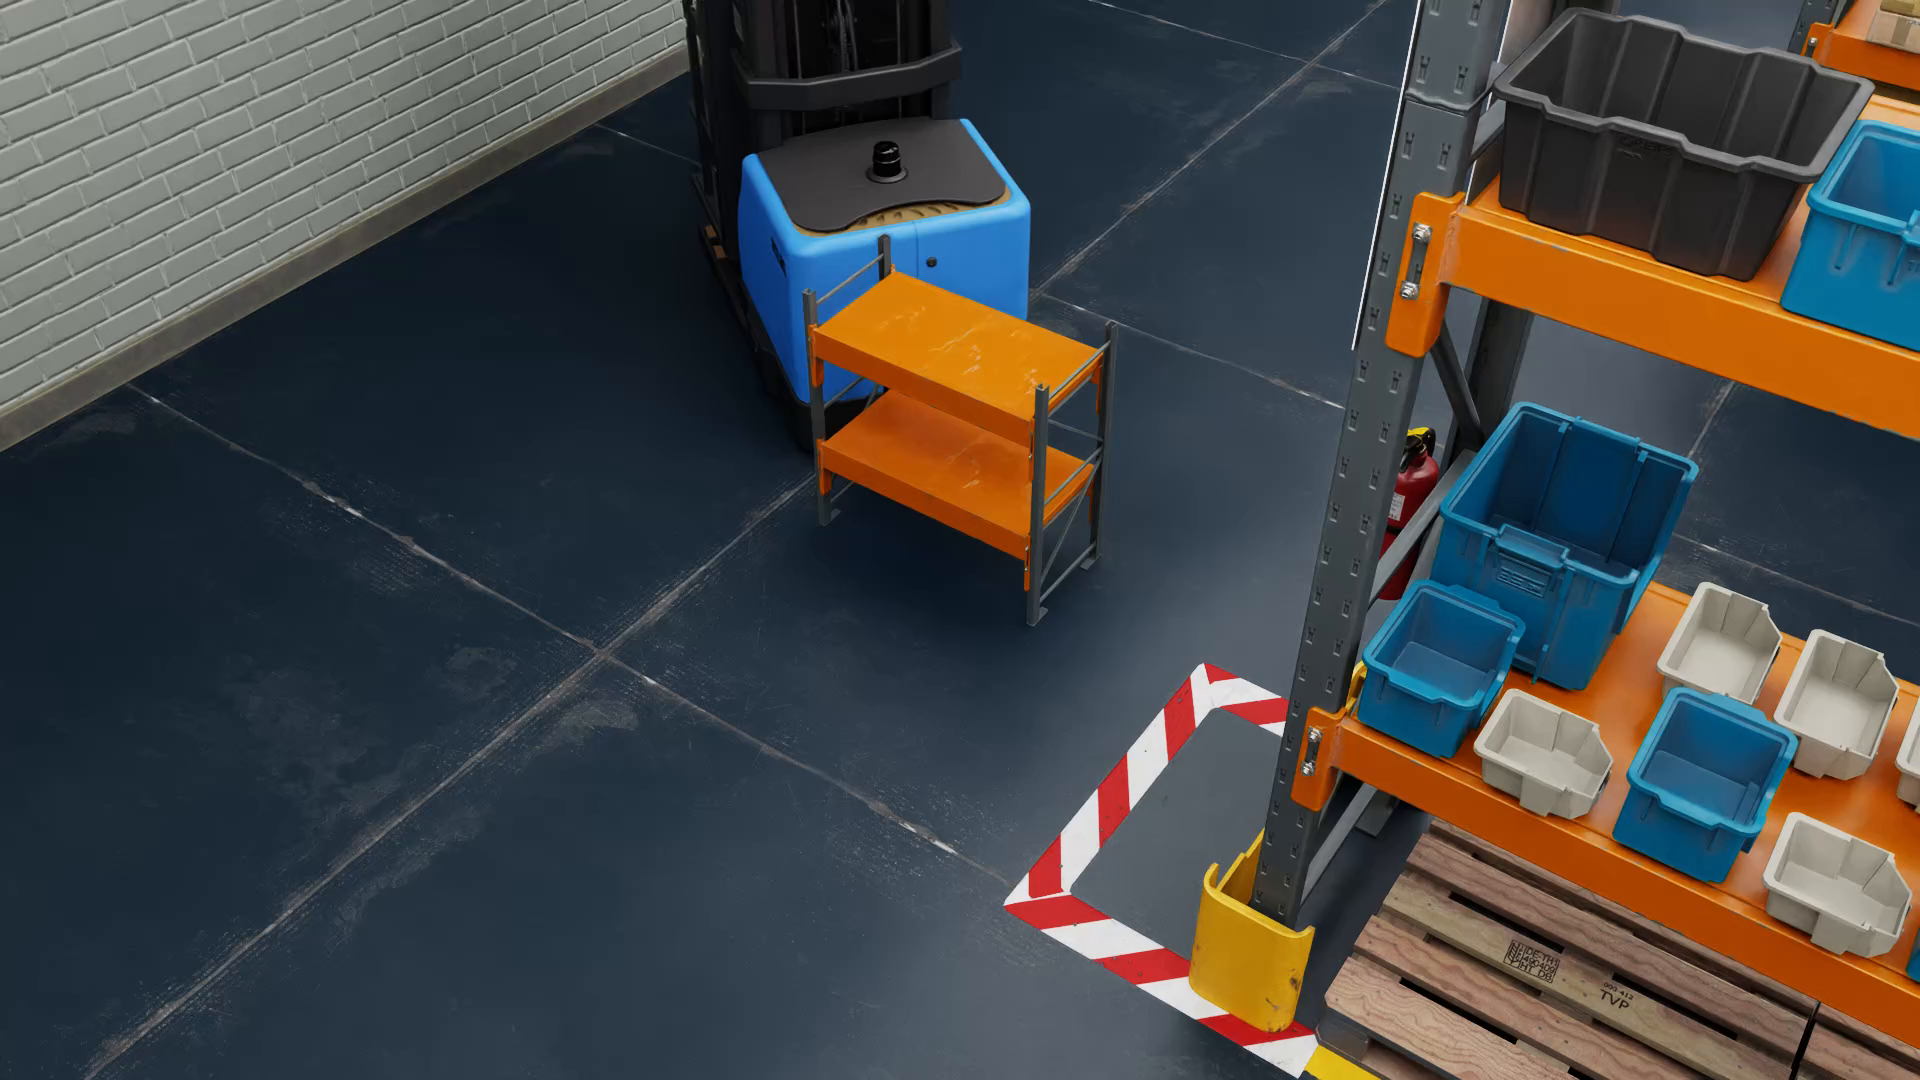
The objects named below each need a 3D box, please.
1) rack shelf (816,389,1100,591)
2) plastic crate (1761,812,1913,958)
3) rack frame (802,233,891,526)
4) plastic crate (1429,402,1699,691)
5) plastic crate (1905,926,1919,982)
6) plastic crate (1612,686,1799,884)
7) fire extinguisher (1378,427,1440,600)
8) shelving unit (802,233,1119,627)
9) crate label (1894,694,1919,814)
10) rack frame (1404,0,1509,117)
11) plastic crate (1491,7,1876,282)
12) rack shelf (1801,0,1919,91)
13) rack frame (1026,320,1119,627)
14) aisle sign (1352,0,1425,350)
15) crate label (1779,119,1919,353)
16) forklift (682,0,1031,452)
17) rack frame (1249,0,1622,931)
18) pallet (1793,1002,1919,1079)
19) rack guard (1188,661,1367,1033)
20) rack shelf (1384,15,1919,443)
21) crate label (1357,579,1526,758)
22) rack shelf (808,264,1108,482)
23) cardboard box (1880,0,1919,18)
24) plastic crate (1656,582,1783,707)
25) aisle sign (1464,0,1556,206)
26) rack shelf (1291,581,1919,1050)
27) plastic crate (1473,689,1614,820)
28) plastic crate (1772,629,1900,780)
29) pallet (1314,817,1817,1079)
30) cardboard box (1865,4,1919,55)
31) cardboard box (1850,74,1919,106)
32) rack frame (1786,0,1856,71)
[{"bbox_3d":[-0.006,-0.240,6.541,1.000,0.278,0.538,25,48,25],"label":"rack shelf"},{"bbox_3d":[1.976,0.799,3.760,0.298,0.136,0.250,25,48,25],"label":"plastic crate"},{"bbox_3d":[-0.422,-0.616,6.595,0.032,1.125,0.500,25,48,25],"label":"rack frame"},{"bbox_3d":[1.574,0.012,4.416,0.499,0.435,0.616,25,48,25],"label":"plastic crate"},{"bbox_3d":[2.284,0.839,3.643,0.300,0.233,0.416,25,48,25],"label":"plastic crate"},{"bbox_3d":[1.745,0.587,3.925,0.300,0.233,0.416,25,48,25],"label":"plastic crate"},{"bbox_3d":[1.330,-0.117,4.969,0.183,0.674,0.296,25,48,25],"label":"fire extinguisher"},{"bbox_3d":[-0.006,-0.422,6.378,1.048,1.125,0.538,25,48,25],"label":"shelving unit"},{"bbox_3d":[2.435,0.522,4.069,0.243,0.136,0.396,25,48,25],"label":"crate label"},{"bbox_3d":[1.193,-2.215,2.477,0.127,3.000,1.000,25,48,25],"label":"rack frame"},{"bbox_3d":[1.348,-0.749,3.186,0.590,0.269,0.497,25,48,25],"label":"plastic crate"},{"bbox_3d":[5.674,-1.649,6.883,4.000,0.370,1.077,25,48,25],"label":"rack shelf"},{"bbox_3d":[0.411,-0.227,6.160,0.032,1.125,0.500,25,48,25],"label":"rack frame"},{"bbox_3d":[0.963,-0.813,3.460,0.004,0.787,0.394,25,48,25],"label":"aisle sign"},{"bbox_3d":[1.763,-0.512,2.934,0.502,0.251,0.408,25,48,25],"label":"crate label"},{"bbox_3d":[-0.666,-2.459,7.300,1.130,2.935,3.031,-13,43,-14],"label":"forklift"},{"bbox_3d":[1.193,0.021,4.477,0.127,3.000,1.000,25,48,25],"label":"rack frame"},{"bbox_3d":[2.840,1.865,4.508,1.213,0.211,1.003,25,48,25],"label":"pallet"},{"bbox_3d":[1.166,0.950,5.313,0.348,0.500,1.175,25,48,25],"label":"rack guard"},{"bbox_3d":[2.830,-0.063,2.861,4.000,0.370,1.077,25,48,25],"label":"rack shelf"},{"bbox_3d":[1.206,0.335,4.206,0.303,0.233,0.416,25,48,25],"label":"crate label"},{"bbox_3d":[-0.006,-0.640,6.183,1.000,0.278,0.538,25,48,25],"label":"rack shelf"},{"bbox_3d":[4.275,-2.407,7.080,0.500,0.250,0.500,24,47,24],"label":"cardboard box"},{"bbox_3d":[1.964,0.310,4.306,0.243,0.136,0.396,25,48,25],"label":"plastic crate"},{"bbox_3d":[1.302,-1.135,3.820,0.004,0.787,0.394,25,48,25],"label":"aisle sign"},{"bbox_3d":[2.830,1.055,3.861,4.000,0.370,1.077,25,48,25],"label":"rack shelf"},{"bbox_3d":[1.421,0.539,4.051,0.298,0.136,0.250,25,48,25],"label":"plastic crate"},{"bbox_3d":[2.193,0.429,4.174,0.243,0.136,0.396,25,48,25],"label":"plastic crate"},{"bbox_3d":[1.846,1.397,5.030,1.213,0.211,1.003,25,48,25],"label":"pallet"},{"bbox_3d":[4.138,-2.273,7.230,0.250,0.149,0.380,26,48,26],"label":"cardboard box"},{"bbox_3d":[4.607,-1.846,7.842,0.875,0.875,0.875,25,48,25],"label":"cardboard box"},{"bbox_3d":[4.037,-2.683,7.499,0.127,3.000,1.000,25,48,25],"label":"rack frame"}]
